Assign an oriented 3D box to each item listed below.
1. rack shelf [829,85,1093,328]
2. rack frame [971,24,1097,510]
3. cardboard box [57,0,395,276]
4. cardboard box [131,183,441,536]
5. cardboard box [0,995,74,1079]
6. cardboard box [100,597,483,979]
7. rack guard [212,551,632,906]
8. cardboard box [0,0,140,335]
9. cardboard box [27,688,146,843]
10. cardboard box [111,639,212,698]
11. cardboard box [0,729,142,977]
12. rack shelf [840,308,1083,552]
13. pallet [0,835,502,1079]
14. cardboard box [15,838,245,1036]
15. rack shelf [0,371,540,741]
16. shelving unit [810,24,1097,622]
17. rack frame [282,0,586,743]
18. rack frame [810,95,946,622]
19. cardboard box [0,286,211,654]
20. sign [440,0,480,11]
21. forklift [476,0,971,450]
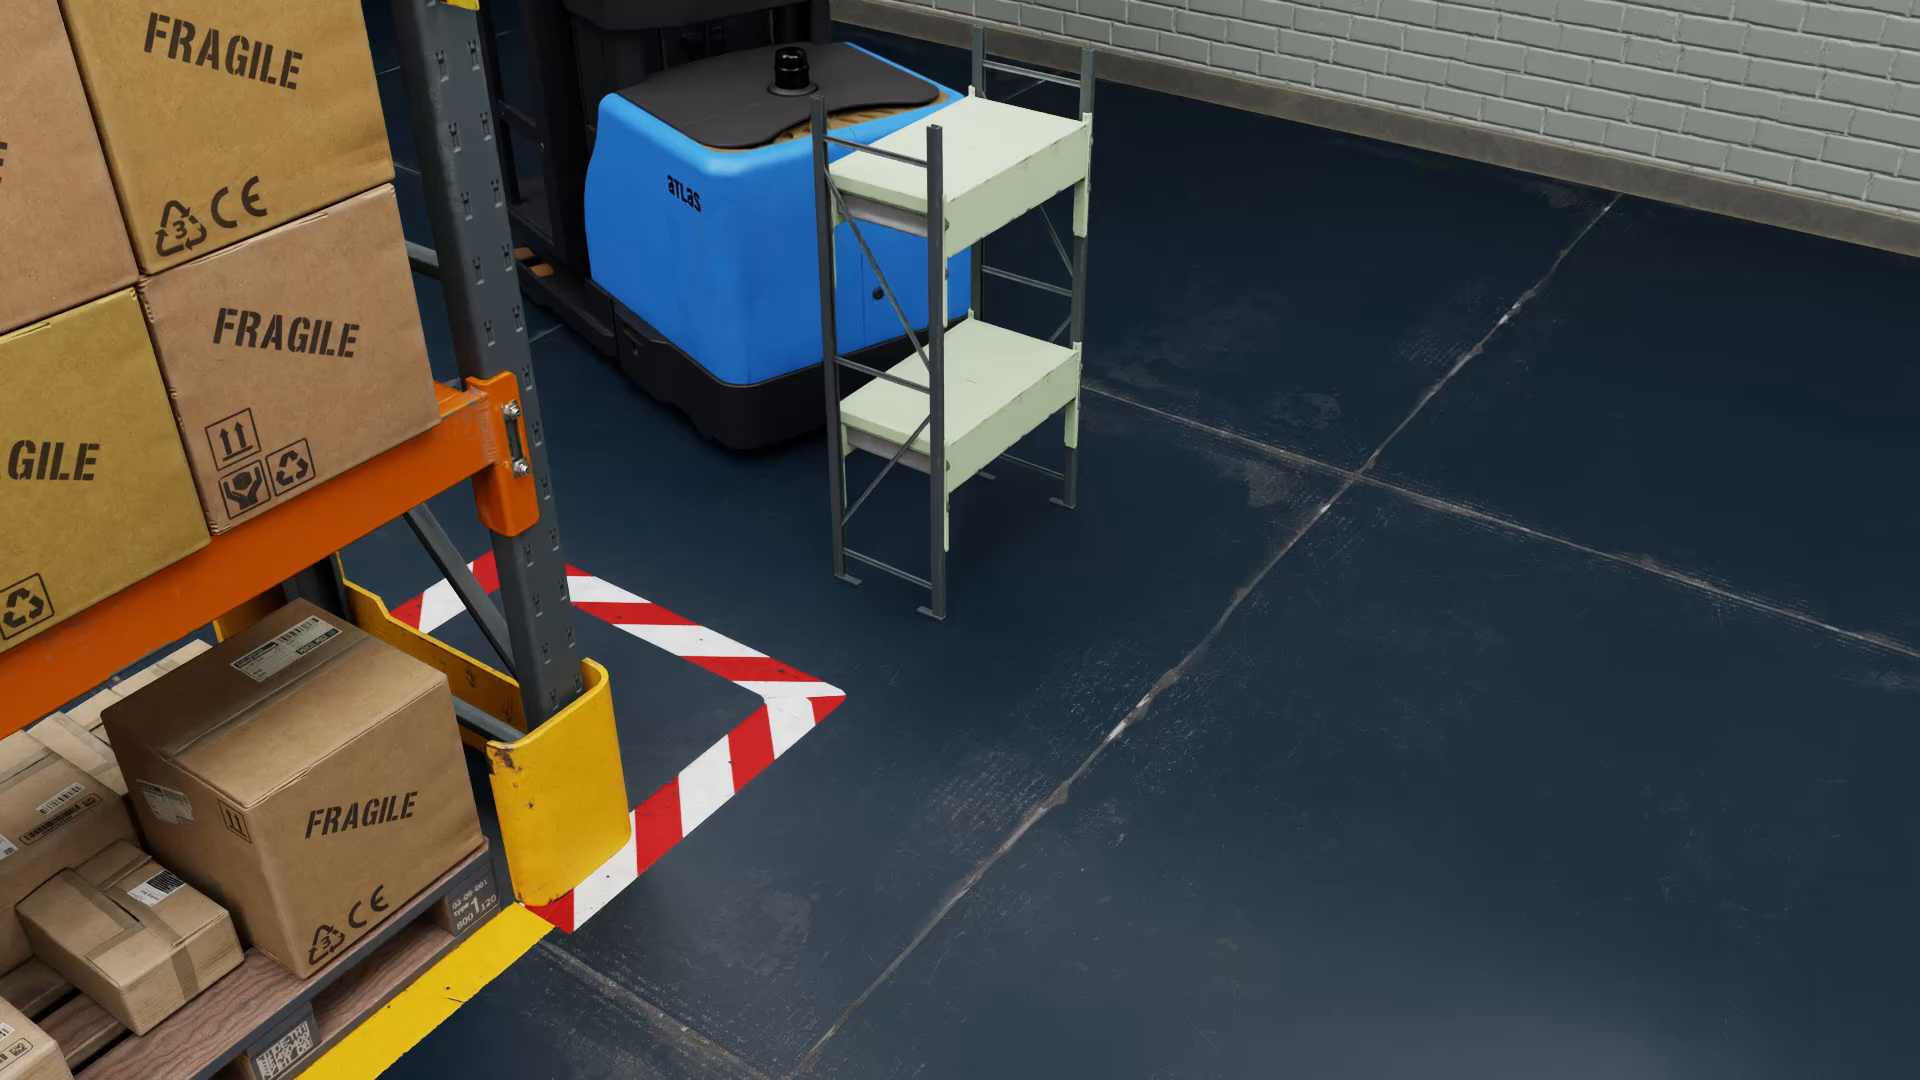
[{"bbox_3d":[-0.004,-0.941,4.607,0.431,0.370,0.720,21,39,28],"label":"rack shelf"},{"bbox_3d":[0.205,-0.787,5.074,0.400,1.500,0.023,21,39,28],"label":"rack frame"},{"bbox_3d":[-1.359,-0.819,2.802,0.500,0.500,0.500,21,39,28],"label":"cardboard box"},{"bbox_3d":[-1.363,-0.404,3.081,0.500,0.500,0.500,23,40,30],"label":"cardboard box"},{"bbox_3d":[-2.005,1.057,3.071,0.500,0.250,0.500,21,39,28],"label":"cardboard box"},{"bbox_3d":[-1.438,0.526,3.633,0.500,0.500,0.500,21,39,28],"label":"cardboard box"},{"bbox_3d":[-1.374,0.414,4.191,1.175,0.500,0.348,21,39,28],"label":"rack guard"},{"bbox_3d":[-1.646,-0.586,2.457,0.500,0.500,0.500,22,40,29],"label":"cardboard box"},{"bbox_3d":[-1.994,0.533,3.920,0.380,0.166,0.250,21,39,28],"label":"cardboard box"},{"bbox_3d":[-1.852,0.426,4.095,0.380,0.149,0.250,21,39,28],"label":"cardboard box"},{"bbox_3d":[-2.159,0.690,3.613,0.500,0.250,0.500,21,39,28],"label":"cardboard box"},{"bbox_3d":[-0.004,-0.348,5.008,0.431,0.370,0.720,21,39,28],"label":"rack shelf"},{"bbox_3d":[-1.828,0.901,3.729,1.003,0.211,1.213,21,39,28],"label":"pallet"},{"bbox_3d":[-1.743,0.822,3.493,0.380,0.166,0.250,21,39,28],"label":"cardboard box"},{"bbox_3d":[-2.471,0.562,2.383,1.077,0.370,4.000,21,39,28],"label":"rack shelf"},{"bbox_3d":[-0.004,-0.618,4.825,0.431,1.500,0.755,21,39,28],"label":"shelving unit"},{"bbox_3d":[-1.331,-0.656,3.542,1.000,3.000,0.127,21,39,28],"label":"rack frame"},{"bbox_3d":[-0.212,-0.450,4.576,0.400,1.500,0.023,21,39,28],"label":"rack frame"},{"bbox_3d":[-1.655,-0.165,2.726,0.500,0.500,0.500,22,40,29],"label":"cardboard box"},{"bbox_3d":[-0.886,-1.080,2.854,0.100,0.325,0.005,21,39,28],"label":"sign"},{"bbox_3d":[-1.208,-2.291,6.021,1.130,2.935,3.031,-22,40,-29],"label":"forklift"}]
